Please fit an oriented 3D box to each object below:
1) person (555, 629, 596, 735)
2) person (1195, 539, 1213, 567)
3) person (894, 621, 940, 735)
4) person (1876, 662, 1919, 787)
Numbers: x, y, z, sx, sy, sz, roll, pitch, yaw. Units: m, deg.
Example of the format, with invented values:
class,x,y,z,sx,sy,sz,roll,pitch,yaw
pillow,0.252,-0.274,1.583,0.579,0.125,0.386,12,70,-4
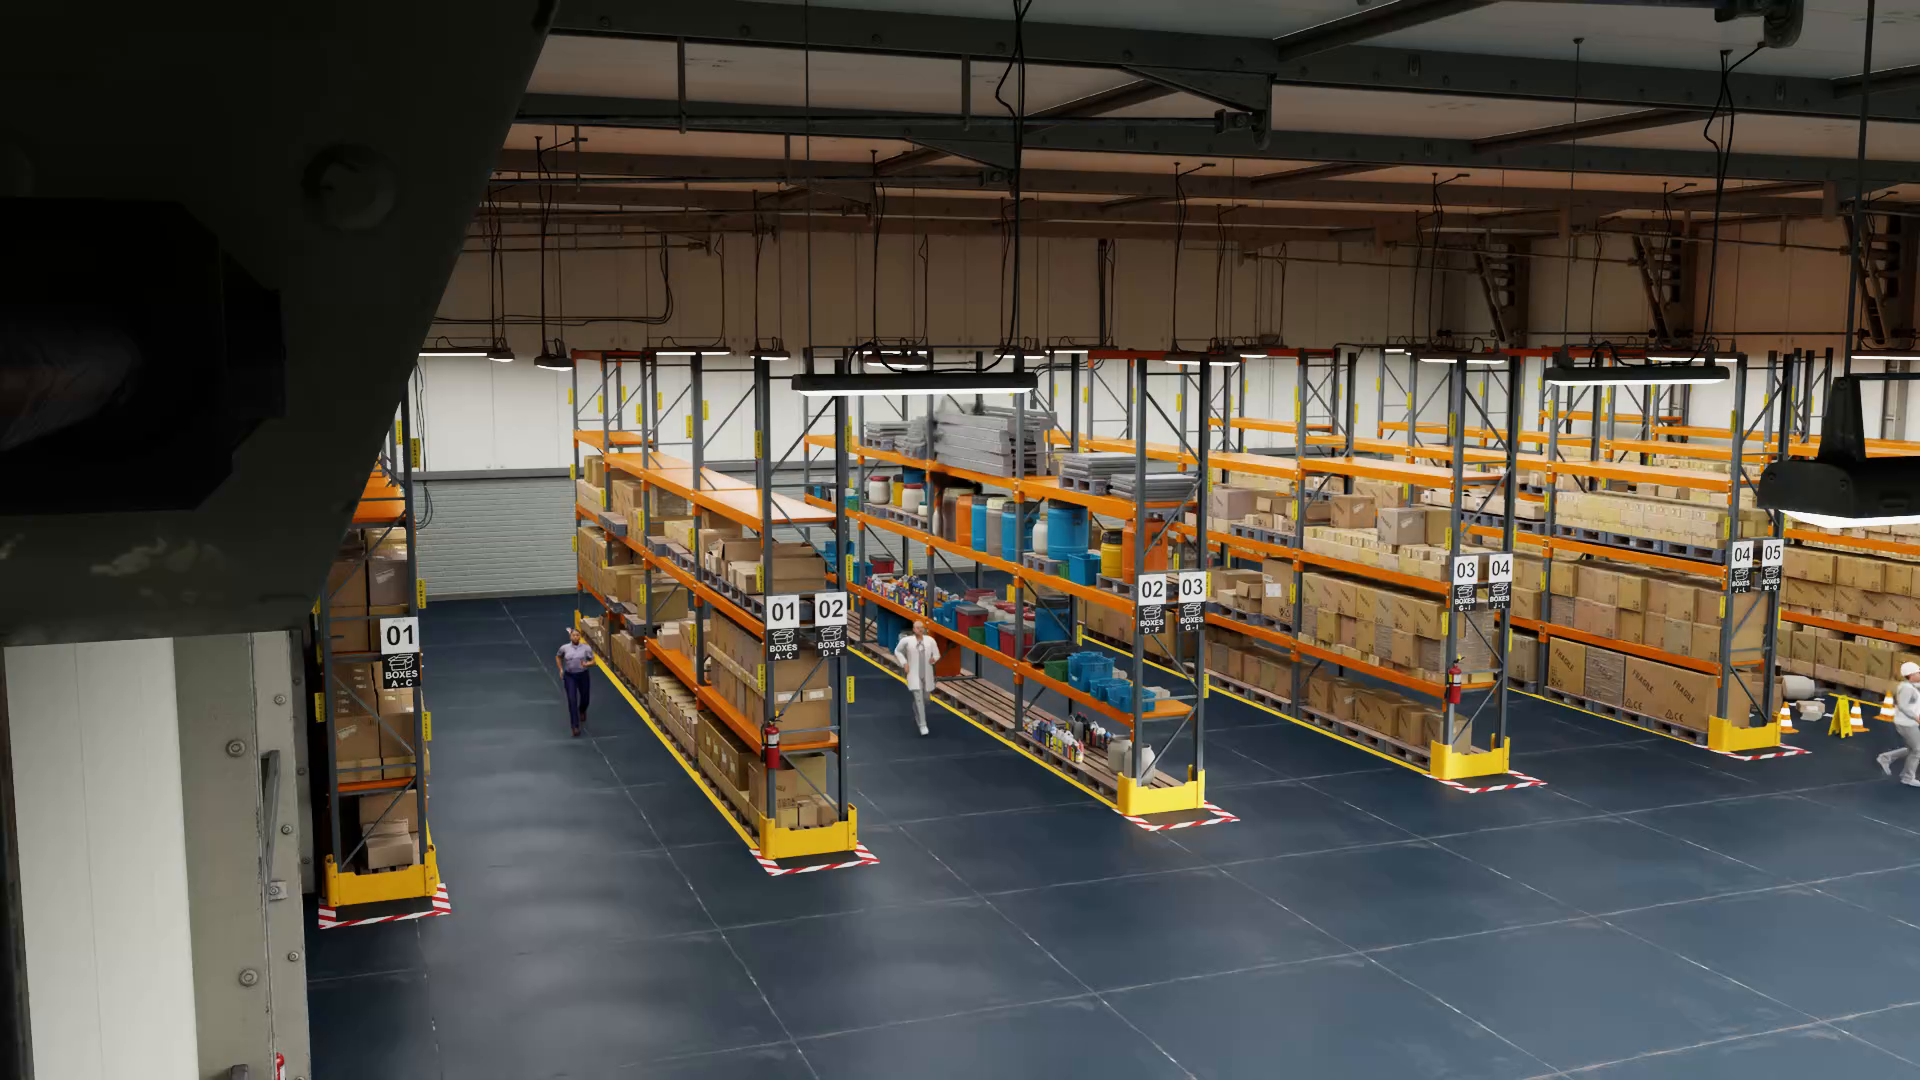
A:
class,x,y,z,sx,sy,sz,roll,pitch,yaw
person,-6.115,2.225,26.523,0.614,1.610,0.913,-2,7,-18
person,5.437,0.785,37.772,0.678,1.751,0.672,-1,7,-12
person,-0.643,2.153,26.409,0.704,1.753,1.014,-2,7,-17
person,13.255,2.574,23.349,0.617,1.745,0.670,4,8,28
